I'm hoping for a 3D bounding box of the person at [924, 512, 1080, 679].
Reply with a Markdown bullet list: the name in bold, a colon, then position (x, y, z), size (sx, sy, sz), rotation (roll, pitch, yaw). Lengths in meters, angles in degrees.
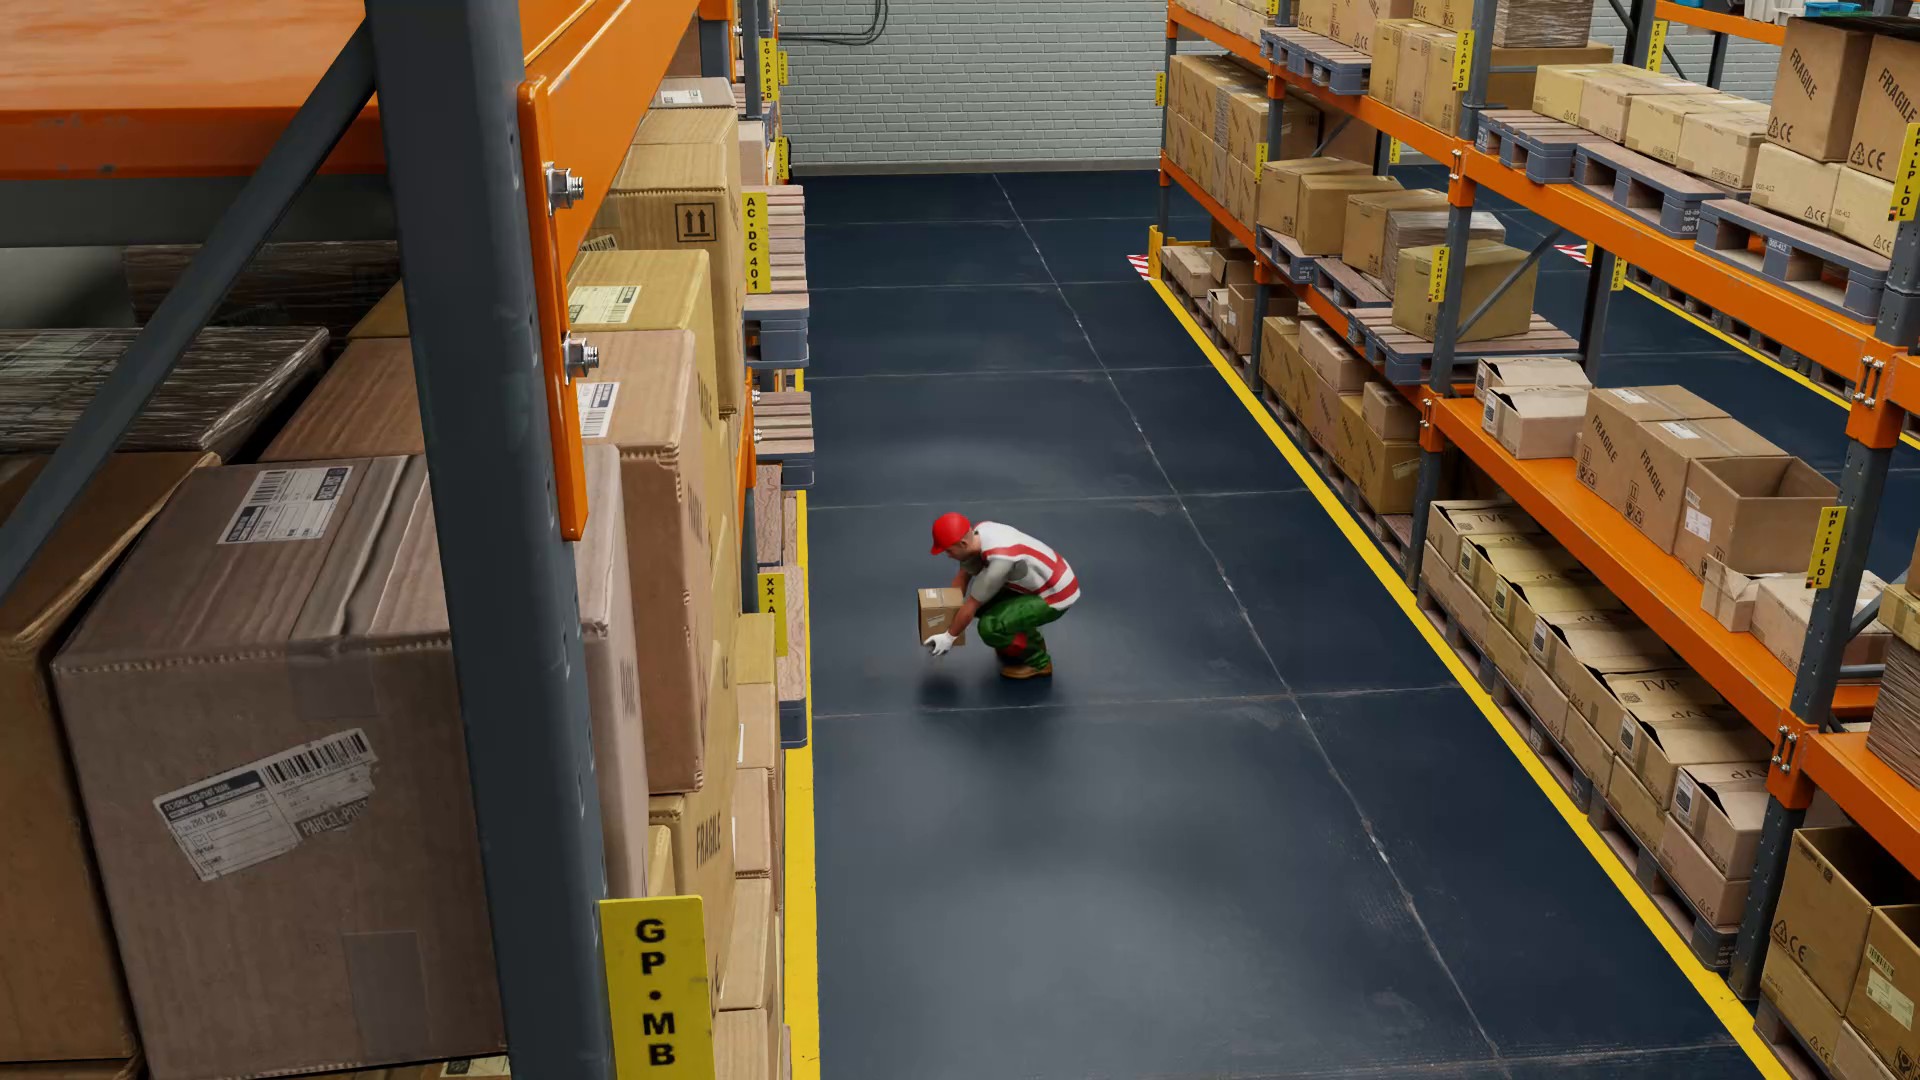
- **person**: position (0.229, 0.280, 9.434), size (0.902, 0.994, 0.544), rotation (-3, 24, -6)
